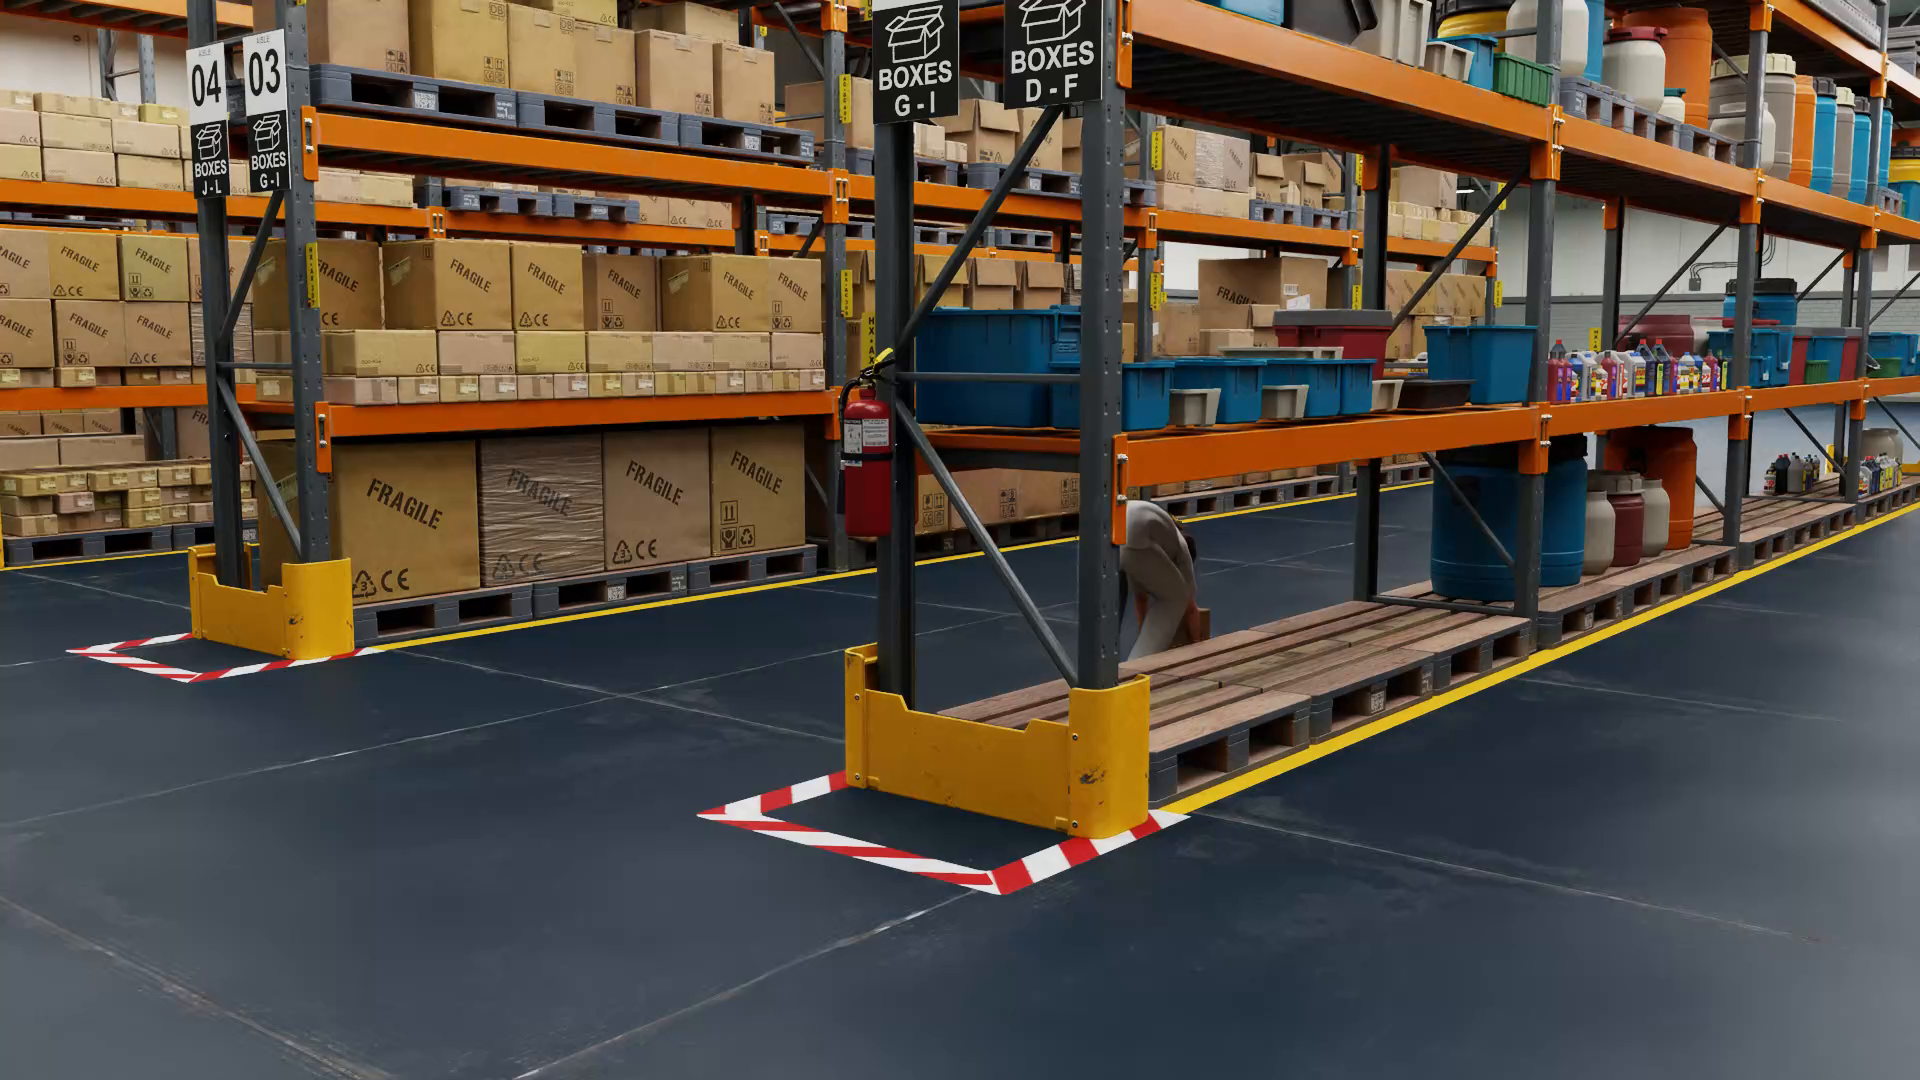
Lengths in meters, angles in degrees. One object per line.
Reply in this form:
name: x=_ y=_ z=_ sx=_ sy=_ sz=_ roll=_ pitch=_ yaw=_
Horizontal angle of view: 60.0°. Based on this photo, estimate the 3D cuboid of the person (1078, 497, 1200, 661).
person: x=0.896 y=0.255 z=8.058 sx=0.469 sy=0.857 sz=0.850 roll=5 pitch=8 yaw=36
